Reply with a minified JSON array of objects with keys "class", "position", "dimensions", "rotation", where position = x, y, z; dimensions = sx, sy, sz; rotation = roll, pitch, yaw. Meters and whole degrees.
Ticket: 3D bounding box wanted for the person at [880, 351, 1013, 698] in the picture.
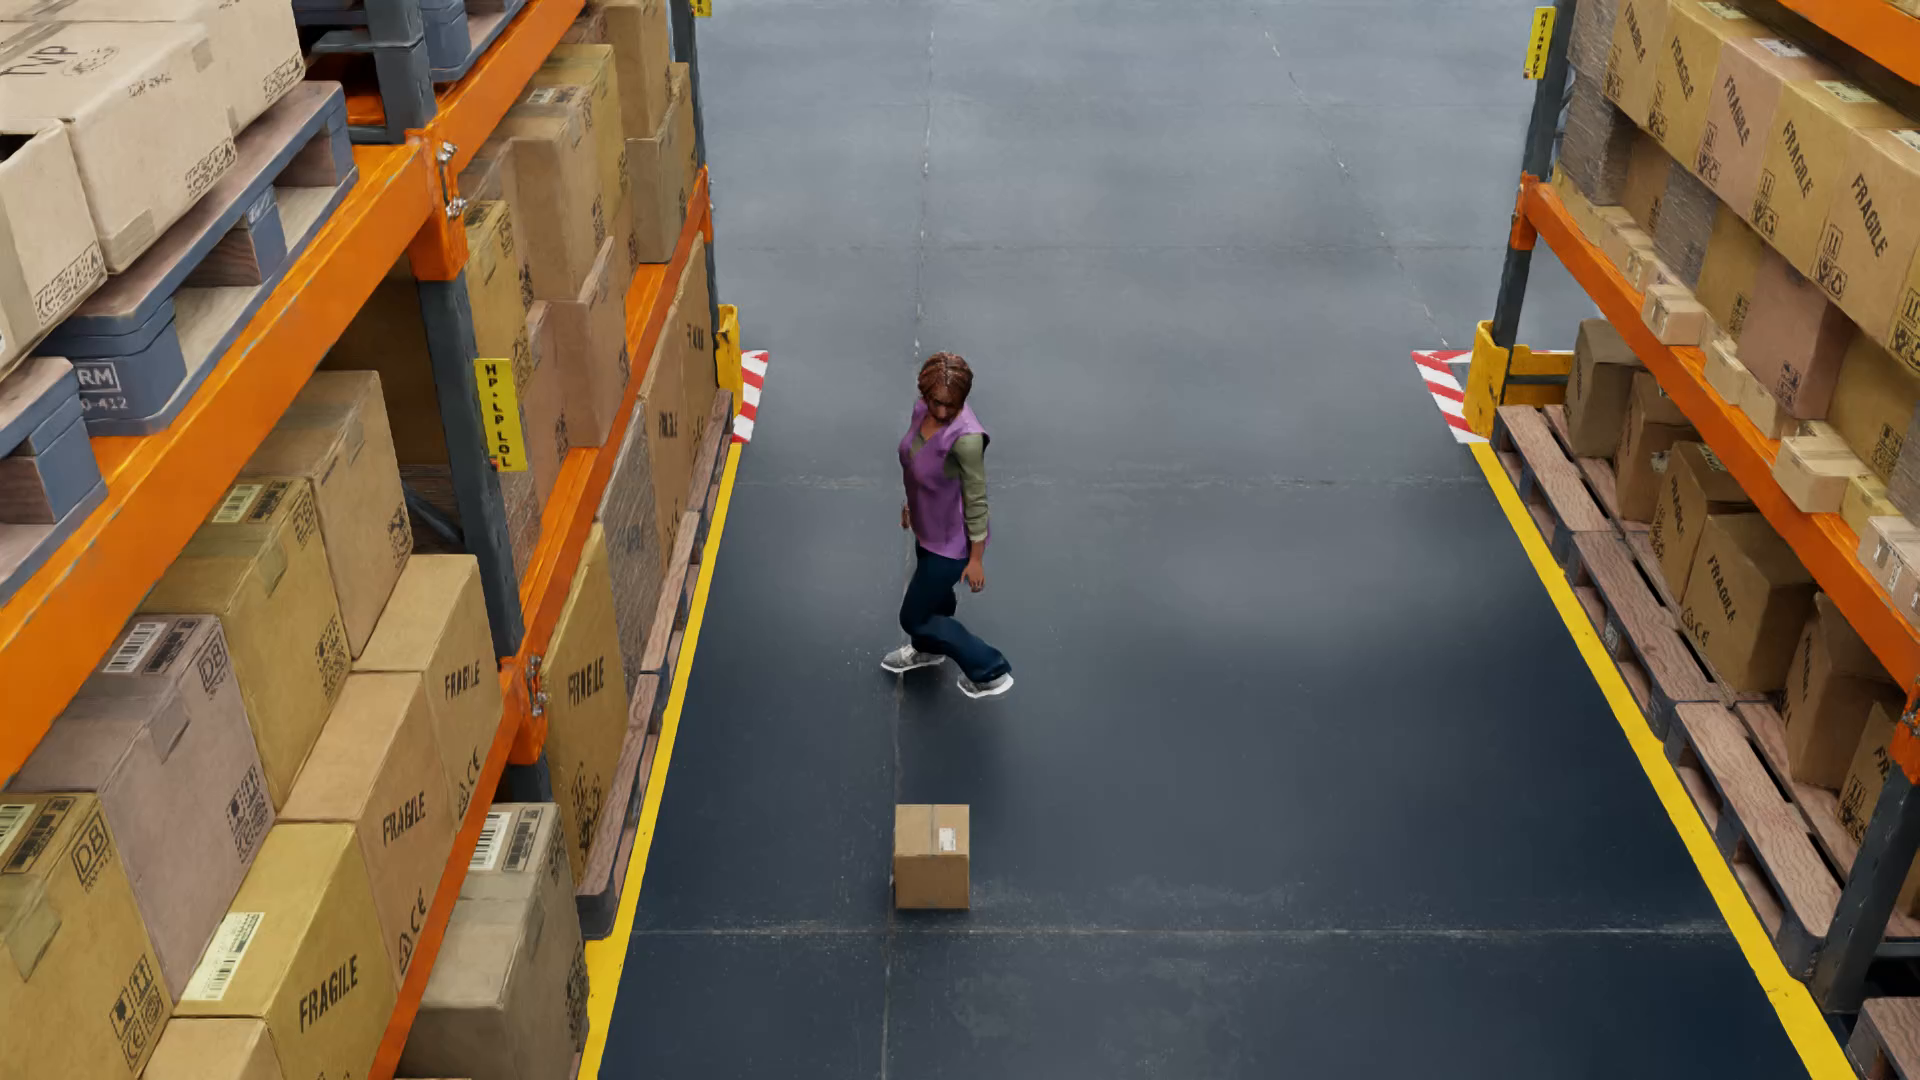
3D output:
[{"class":"person","position":[-0.056,-0.042,6.242],"dimensions":[0.429,1.555,0.566],"rotation":[-8,33,-13]}]
